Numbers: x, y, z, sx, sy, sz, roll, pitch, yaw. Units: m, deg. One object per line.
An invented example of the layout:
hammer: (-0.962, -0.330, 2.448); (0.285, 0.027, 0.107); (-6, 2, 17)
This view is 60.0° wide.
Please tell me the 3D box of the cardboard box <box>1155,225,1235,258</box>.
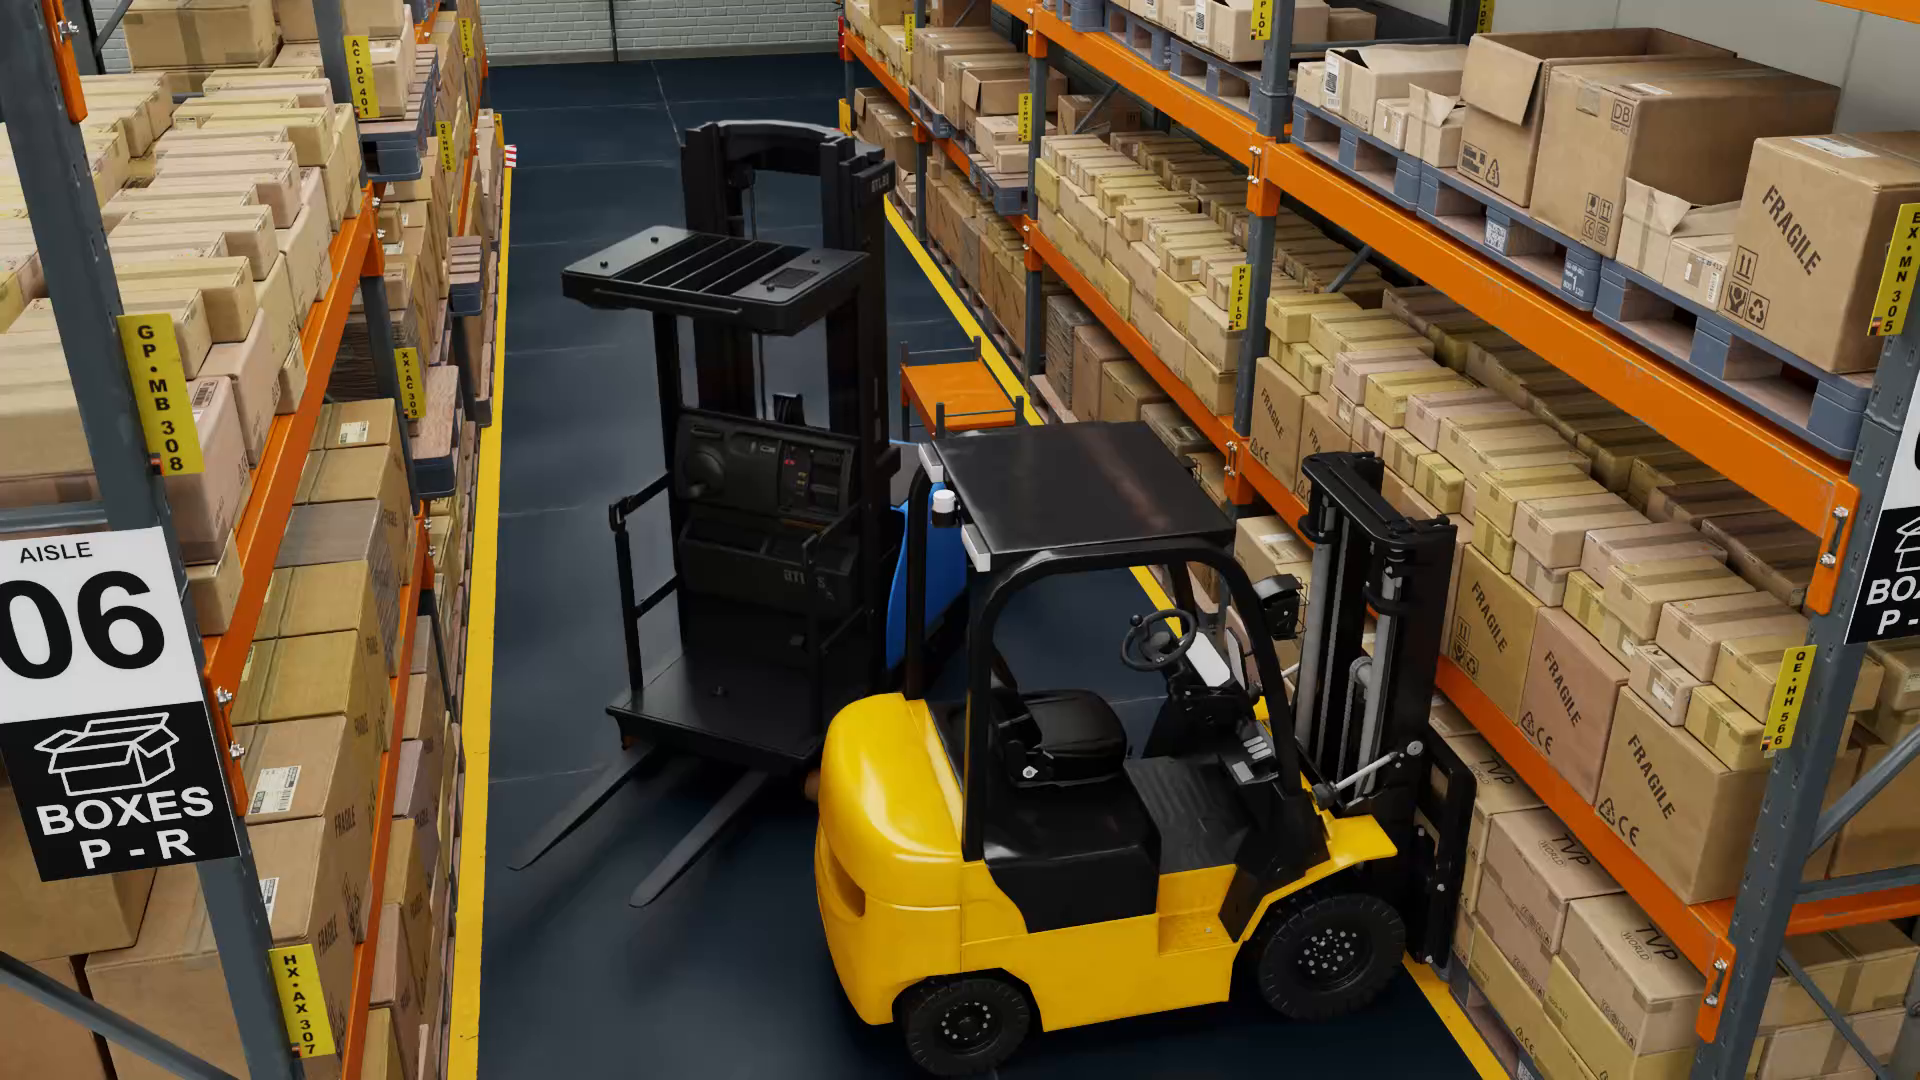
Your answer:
cardboard box: (1.324, -1.660, 9.379); (0.380, 0.149, 0.250); (-7, 28, -13)

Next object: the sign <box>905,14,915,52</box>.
sign: (-0.447, -4.591, 15.056); (0.100, 0.325, 0.005); (-6, 27, -12)

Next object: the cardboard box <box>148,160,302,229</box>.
cardboard box: (-2.226, -1.040, 5.047); (0.380, 0.149, 0.250); (-6, 27, -11)

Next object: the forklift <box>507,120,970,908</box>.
forklift: (-1.003, -0.294, 7.579); (1.130, 2.935, 3.031); (11, 29, 21)

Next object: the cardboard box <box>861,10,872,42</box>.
cardboard box: (-0.750, -5.415, 17.485); (0.500, 0.250, 0.500); (-6, 27, -13)

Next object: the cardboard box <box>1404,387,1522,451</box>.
cardboard box: (2.033, -0.490, 6.732); (0.380, 0.149, 0.250); (-6, 27, -12)

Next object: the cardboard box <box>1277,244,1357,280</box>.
cardboard box: (1.948, -1.494, 9.050); (0.380, 0.149, 0.250); (-6, 27, -12)

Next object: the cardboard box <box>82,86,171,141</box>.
cardboard box: (-3.112, -1.546, 6.048); (0.380, 0.149, 0.250); (-5, 27, -10)

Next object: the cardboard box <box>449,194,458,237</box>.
cardboard box: (-3.719, -2.175, 11.396); (0.500, 0.250, 0.500); (-6, 27, -12)

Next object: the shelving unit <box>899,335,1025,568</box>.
shelving unit: (-0.002, -0.505, 10.002); (0.538, 1.125, 1.048); (-6, 27, -12)

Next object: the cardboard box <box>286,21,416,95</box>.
cardboard box: (-2.808, -2.225, 7.700); (0.500, 0.250, 0.500); (-6, 27, -12)

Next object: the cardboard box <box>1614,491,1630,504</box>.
cardboard box: (2.638, -0.179, 6.446); (0.380, 0.149, 0.250); (-6, 27, -12)

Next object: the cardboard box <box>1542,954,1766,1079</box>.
cardboard box: (2.370, 1.640, 5.702); (0.500, 0.250, 0.500); (-6, 27, -12)

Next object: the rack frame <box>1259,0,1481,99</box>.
rack frame: (1.883, -3.429, 7.057); (1.000, 3.000, 0.127); (-6, 27, -12)

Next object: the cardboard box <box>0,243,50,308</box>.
cardboard box: (-2.566, -0.643, 4.259); (0.380, 0.149, 0.250); (-6, 27, -12)

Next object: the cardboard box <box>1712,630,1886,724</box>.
cardboard box: (2.498, 0.402, 4.963); (0.380, 0.149, 0.250); (-6, 27, -11)

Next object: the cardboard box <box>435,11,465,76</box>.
cardboard box: (-4.410, -4.078, 13.779); (0.500, 0.500, 0.500); (-5, 27, -10)

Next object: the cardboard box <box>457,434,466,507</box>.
cardboard box: (-3.562, -0.443, 10.250); (0.950, 0.372, 0.625); (-6, 27, -13)

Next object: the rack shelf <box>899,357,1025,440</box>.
rack shelf: (-0.002, -0.766, 9.871); (0.538, 0.278, 1.000); (-6, 27, -12)

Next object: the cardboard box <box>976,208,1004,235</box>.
cardboard box: (0.352, -2.644, 13.748); (0.380, 0.149, 0.250); (-7, 28, -14)

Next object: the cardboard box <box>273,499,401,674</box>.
cardboard box: (-2.366, 0.200, 6.084); (0.500, 0.500, 0.500); (-5, 27, -10)

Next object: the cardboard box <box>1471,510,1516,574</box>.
cardboard box: (2.120, -0.014, 6.117); (0.380, 0.149, 0.250); (-6, 27, -11)

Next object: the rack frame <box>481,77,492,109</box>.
rack frame: (-5.656, -5.513, 17.844); (1.000, 3.000, 0.127); (-6, 27, -12)

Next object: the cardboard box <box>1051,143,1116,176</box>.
cardboard box: (0.828, -2.554, 11.151); (0.380, 0.149, 0.250); (-5, 27, -10)

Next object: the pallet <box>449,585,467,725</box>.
pallet: (-3.129, 0.658, 8.712); (1.003, 0.211, 1.213); (-6, 27, -12)

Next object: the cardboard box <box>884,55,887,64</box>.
cardboard box: (-0.568, -4.944, 16.996); (0.380, 0.149, 0.250); (-6, 27, -12)

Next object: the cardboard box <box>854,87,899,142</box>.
cardboard box: (-0.776, -4.814, 18.763); (0.797, 0.503, 0.637); (-7, 28, -14)

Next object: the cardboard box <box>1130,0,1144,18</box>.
cardboard box: (1.166, -3.000, 9.238); (0.380, 0.149, 0.250); (-6, 27, -12)

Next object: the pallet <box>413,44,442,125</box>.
pallet: (-3.224, -2.237, 8.233); (1.213, 0.211, 1.003); (-6, 27, -12)

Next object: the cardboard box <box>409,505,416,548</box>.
cardboard box: (-2.583, -0.023, 7.245); (0.380, 0.149, 0.250); (-6, 27, -12)

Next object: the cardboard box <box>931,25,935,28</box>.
cardboard box: (-0.003, -5.020, 16.703); (0.500, 0.250, 0.500); (-5, 27, -10)

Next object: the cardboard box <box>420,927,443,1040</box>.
cardboard box: (-2.206, 1.705, 6.128); (0.500, 0.250, 0.500); (-4, 27, -8)

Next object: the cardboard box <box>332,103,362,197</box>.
cardboard box: (-2.590, -1.483, 6.367); (0.500, 0.250, 0.500); (-6, 27, -12)

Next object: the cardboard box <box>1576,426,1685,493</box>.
cardboard box: (2.596, -0.313, 6.380); (0.380, 0.149, 0.250); (-6, 27, -11)

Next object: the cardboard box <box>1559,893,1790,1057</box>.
cardboard box: (2.377, 1.428, 5.567); (0.500, 0.250, 0.500); (-5, 27, -10)

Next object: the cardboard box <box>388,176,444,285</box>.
cardboard box: (-3.238, -1.748, 9.476); (0.500, 0.500, 0.500); (-8, 28, -15)

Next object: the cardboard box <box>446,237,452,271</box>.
cardboard box: (-3.319, -1.740, 10.181); (0.380, 0.149, 0.250); (-6, 27, -12)

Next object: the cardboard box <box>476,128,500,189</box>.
cardboard box: (-5.196, -3.876, 16.979); (0.875, 0.438, 0.875); (-5, 27, -10)

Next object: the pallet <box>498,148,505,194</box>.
pallet: (-5.400, -3.925, 17.793); (1.003, 0.211, 1.213); (-6, 27, -12)

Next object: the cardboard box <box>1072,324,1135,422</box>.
cardboard box: (1.264, -1.073, 11.216); (0.875, 0.625, 0.625); (-5, 27, -10)

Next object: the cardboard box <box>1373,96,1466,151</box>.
cardboard box: (1.862, -1.645, 6.553); (0.380, 0.149, 0.250); (-5, 27, -10)

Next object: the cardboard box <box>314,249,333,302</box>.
cardboard box: (-2.366, -0.911, 5.677); (0.380, 0.149, 0.250); (-5, 27, -10)

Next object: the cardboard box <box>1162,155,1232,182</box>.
cardboard box: (1.542, -2.395, 10.835); (0.380, 0.149, 0.250); (-6, 28, -13)

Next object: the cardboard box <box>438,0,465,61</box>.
cardboard box: (-4.626, -4.482, 14.580); (0.500, 0.500, 0.500); (-6, 27, -11)

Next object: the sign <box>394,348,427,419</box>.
sign: (-2.425, -0.690, 7.328); (0.100, 0.325, 0.005); (-6, 27, -12)

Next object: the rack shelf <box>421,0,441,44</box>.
rack shelf: (-4.304, -3.897, 12.112); (1.077, 0.370, 4.000); (-6, 27, -12)

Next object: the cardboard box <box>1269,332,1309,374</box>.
cardboard box: (1.699, -0.919, 7.910); (0.380, 0.149, 0.250); (-6, 27, -12)

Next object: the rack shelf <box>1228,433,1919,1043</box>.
rack shelf: (2.334, 0.448, 6.831); (1.077, 0.370, 4.000); (-6, 27, -12)

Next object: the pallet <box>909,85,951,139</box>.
pallet: (0.154, -3.815, 14.693); (1.003, 0.211, 1.213); (-6, 27, -12)

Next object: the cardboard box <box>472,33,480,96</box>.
cardboard box: (-4.821, -4.475, 15.676); (0.500, 0.500, 0.500); (-6, 27, -11)

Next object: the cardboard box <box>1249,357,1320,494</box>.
cardboard box: (1.729, -0.574, 7.948); (0.500, 0.500, 0.500); (-7, 28, -13)

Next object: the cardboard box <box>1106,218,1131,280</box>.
cardboard box: (1.195, -1.770, 10.040); (0.500, 0.250, 0.500); (-6, 27, -11)

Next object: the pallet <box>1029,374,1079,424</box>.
pallet: (1.129, -0.897, 11.792); (1.003, 0.211, 1.213); (-6, 27, -12)

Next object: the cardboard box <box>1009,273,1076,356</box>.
cardboard box: (0.677, -1.742, 12.681); (0.500, 0.500, 0.500); (-5, 27, -10)

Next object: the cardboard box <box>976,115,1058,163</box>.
cardboard box: (0.429, -3.058, 12.680); (0.500, 0.250, 0.500); (-7, 28, -14)

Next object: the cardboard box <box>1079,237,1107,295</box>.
cardboard box: (1.075, -1.774, 10.601); (0.500, 0.250, 0.500); (-7, 28, -13)

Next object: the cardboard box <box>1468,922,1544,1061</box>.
cardboard box: (2.268, 1.652, 6.234); (0.500, 0.250, 0.500); (-6, 27, -12)
